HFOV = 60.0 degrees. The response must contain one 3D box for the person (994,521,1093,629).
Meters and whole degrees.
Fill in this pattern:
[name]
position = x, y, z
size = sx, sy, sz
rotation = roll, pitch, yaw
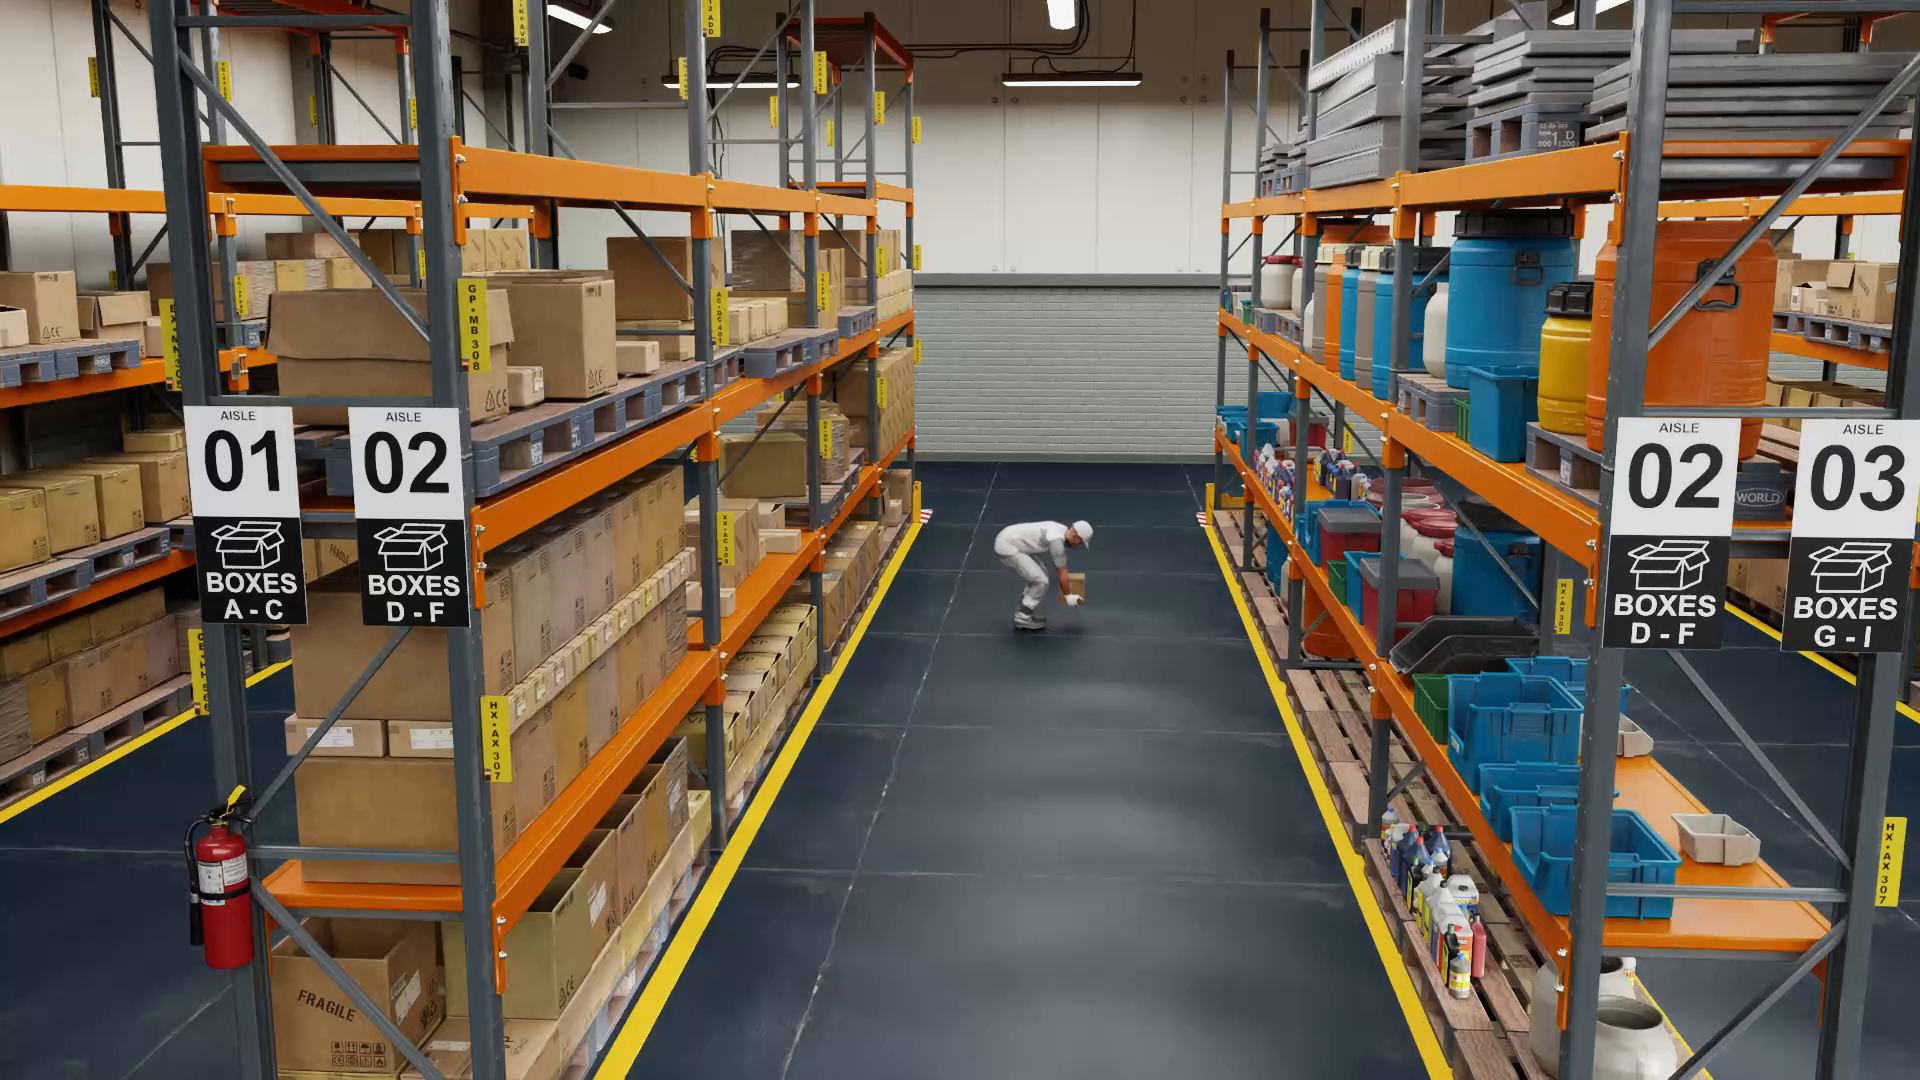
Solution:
[person]
position = 0.805, 0.329, 16.131
size = 0.958, 1.039, 0.517
rotation = 0, 11, 1
